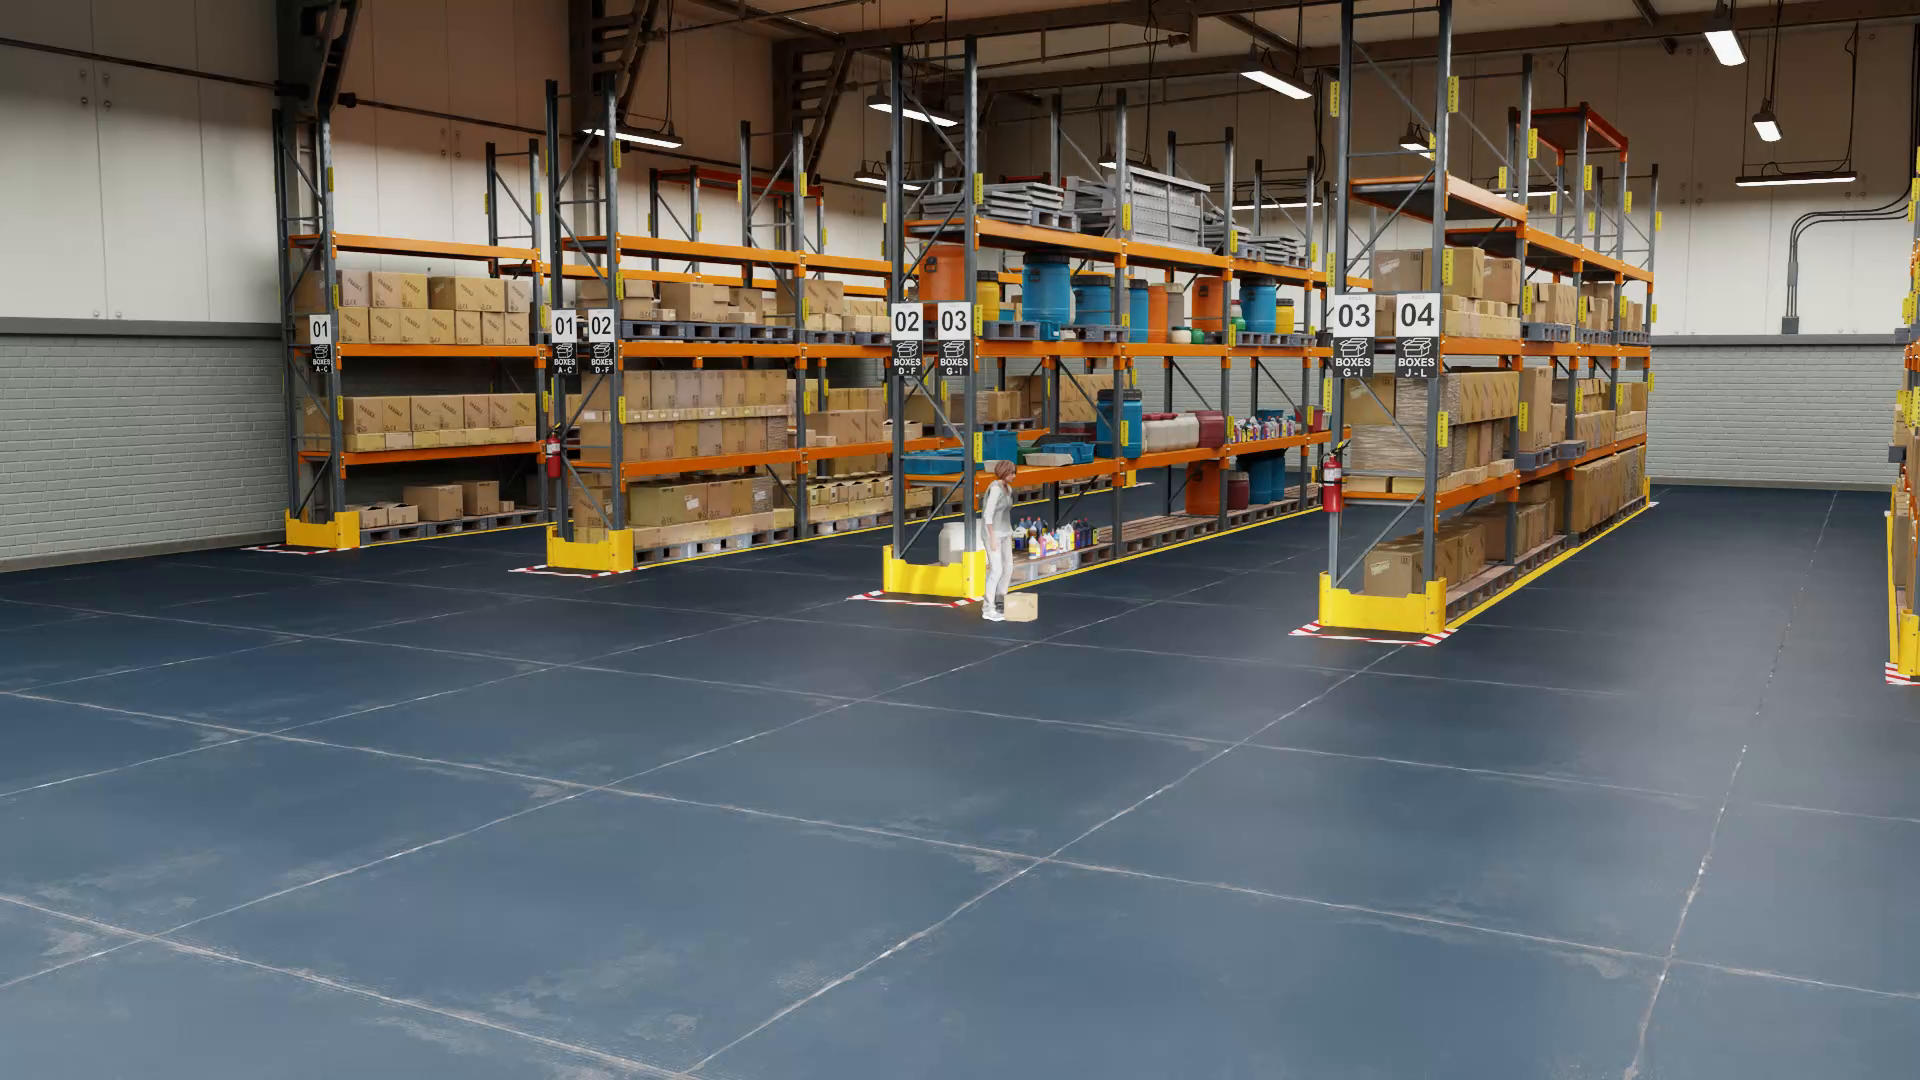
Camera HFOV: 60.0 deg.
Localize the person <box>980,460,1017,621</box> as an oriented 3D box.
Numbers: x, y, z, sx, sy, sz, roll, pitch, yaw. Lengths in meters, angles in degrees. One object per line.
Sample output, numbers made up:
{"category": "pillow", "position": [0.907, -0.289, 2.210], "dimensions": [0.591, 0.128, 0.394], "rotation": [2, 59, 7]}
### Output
{"category": "person", "position": [0.402, 0.047, 16.661], "dimensions": [0.377, 1.479, 0.483], "rotation": [3, 7, 25]}
